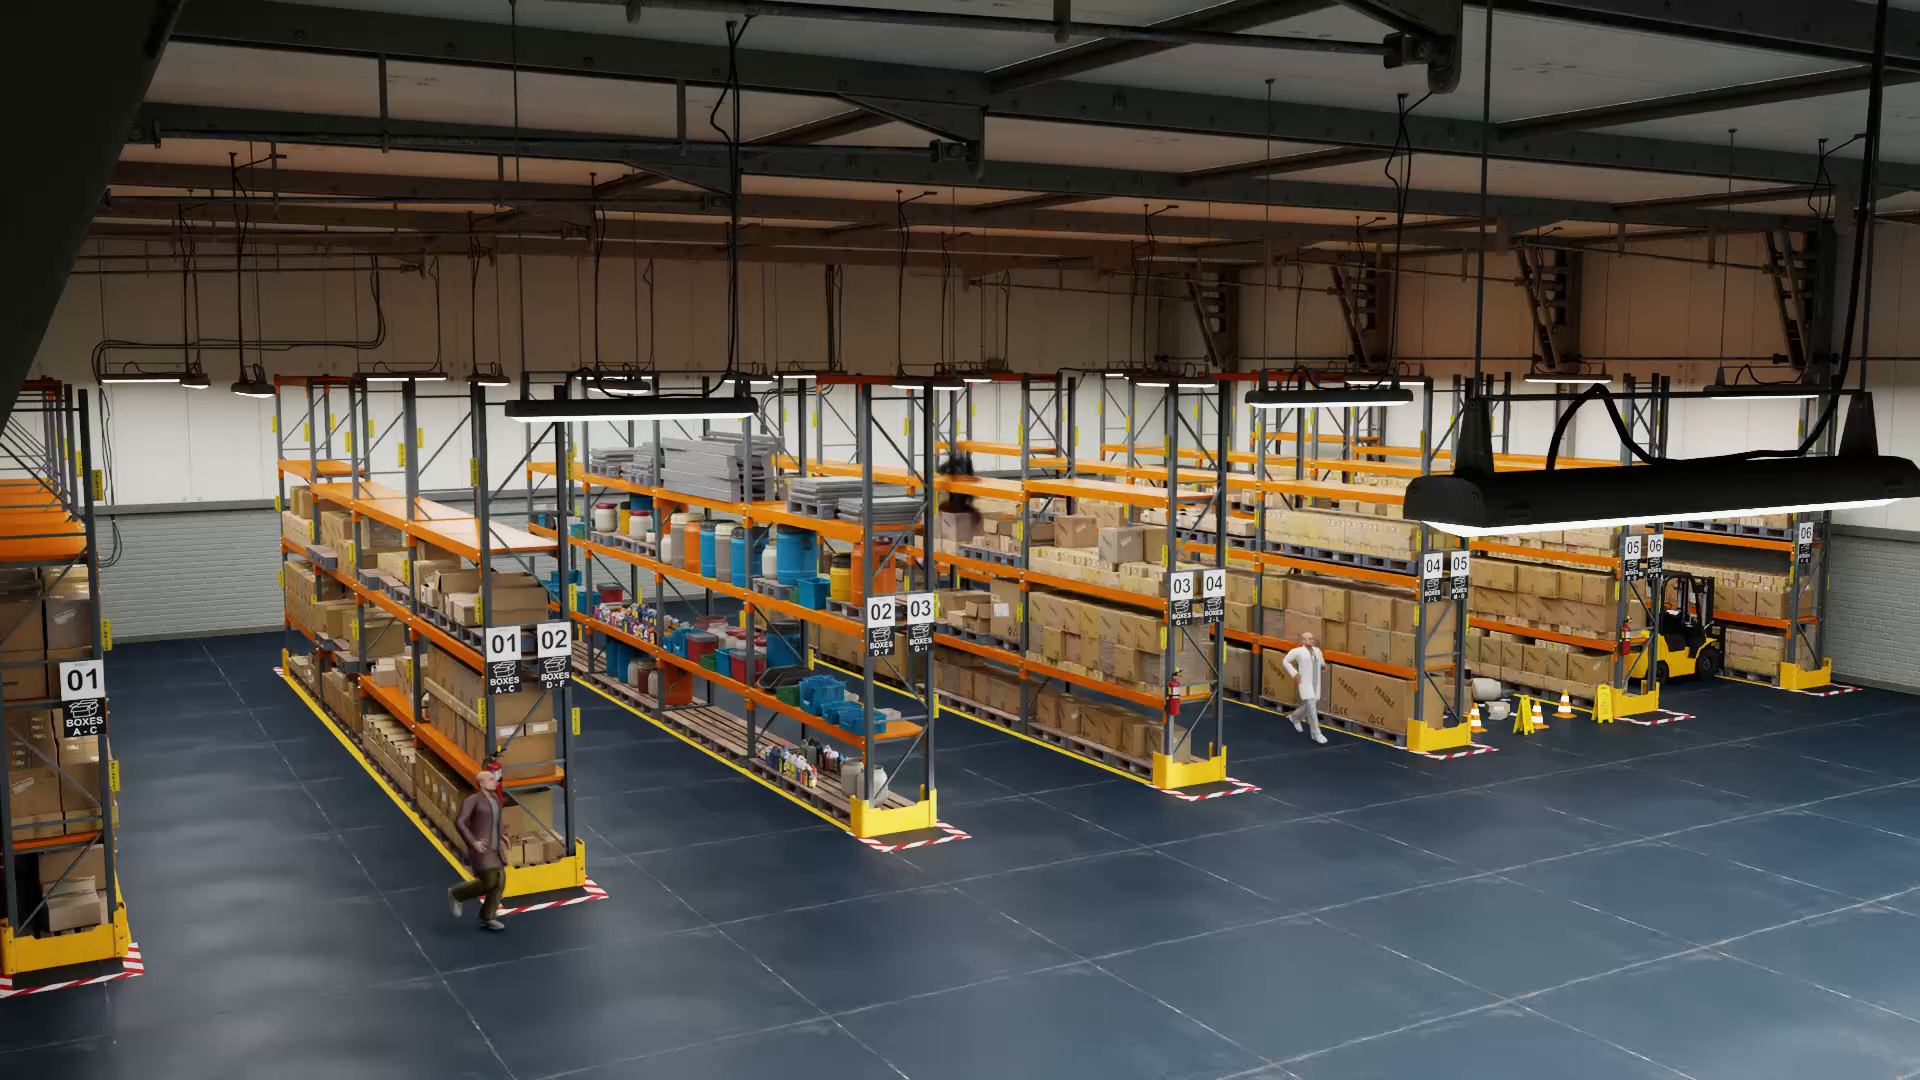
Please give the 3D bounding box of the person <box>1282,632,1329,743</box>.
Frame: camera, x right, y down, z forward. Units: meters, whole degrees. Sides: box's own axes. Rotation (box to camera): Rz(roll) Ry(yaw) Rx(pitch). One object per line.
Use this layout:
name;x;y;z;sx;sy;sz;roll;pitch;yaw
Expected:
person;5.772;2.404;27.537;0.709;1.759;1.038;-4;7;-30

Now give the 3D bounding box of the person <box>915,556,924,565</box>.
person;-1.021;0.984;41.676;0.582;1.608;0.817;5;8;37

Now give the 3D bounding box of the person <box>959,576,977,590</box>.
person;0.159;0.916;42.381;0.823;1.601;0.632;2;7;21

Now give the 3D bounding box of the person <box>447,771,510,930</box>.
person;-5.320;3.443;18.662;0.733;1.703;0.758;2;7;18
